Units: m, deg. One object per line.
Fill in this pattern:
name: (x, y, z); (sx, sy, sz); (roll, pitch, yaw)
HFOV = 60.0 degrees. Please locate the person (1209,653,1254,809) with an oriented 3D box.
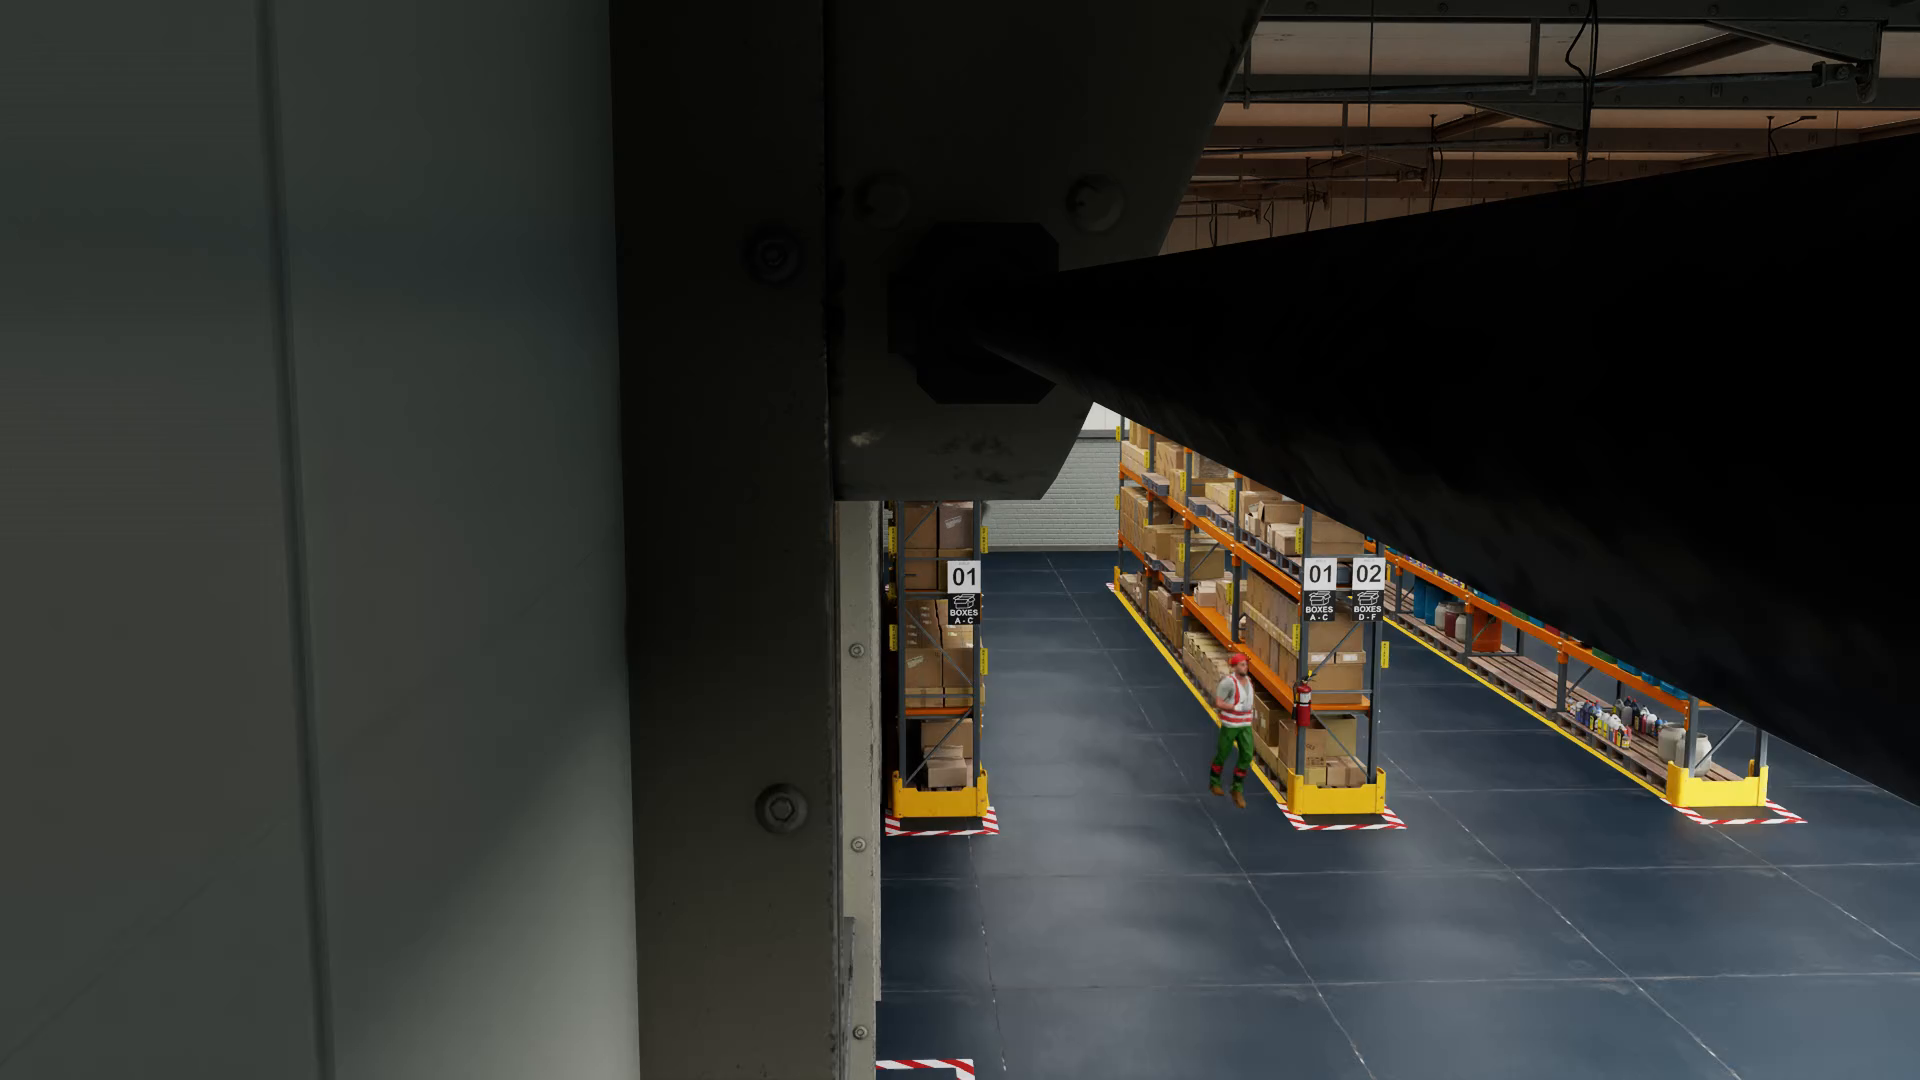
person: (3.361, 2.312, 20.232); (0.666, 1.904, 0.679); (-5, 10, -33)
